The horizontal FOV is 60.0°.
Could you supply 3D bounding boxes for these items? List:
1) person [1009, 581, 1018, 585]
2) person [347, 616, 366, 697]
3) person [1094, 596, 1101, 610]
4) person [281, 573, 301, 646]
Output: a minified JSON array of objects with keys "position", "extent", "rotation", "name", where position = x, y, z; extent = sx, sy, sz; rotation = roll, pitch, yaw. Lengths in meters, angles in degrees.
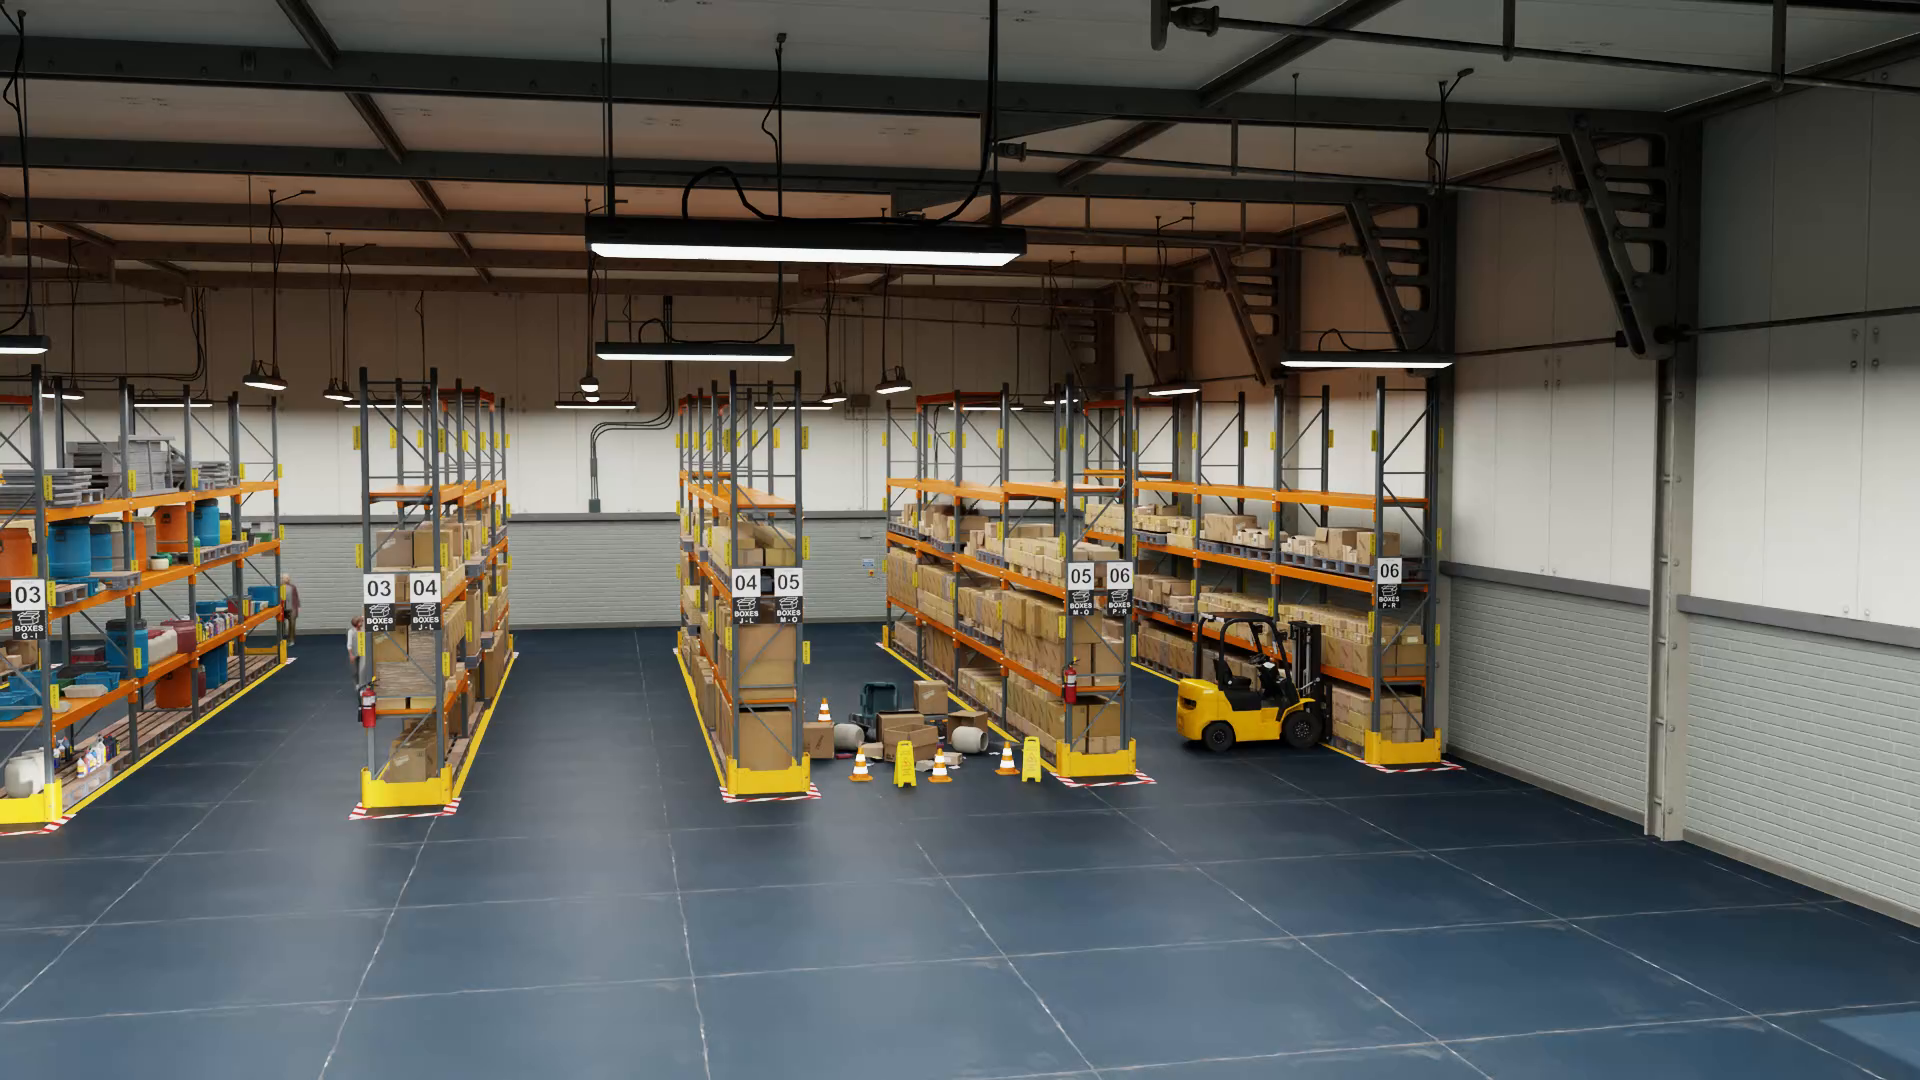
[{"position":[1.330,1.589,42.987],"extent":[0.517,1.675,0.449],"rotation":[-1,4,-17],"name":"person"},{"position":[-11.829,2.271,32.699],"extent":[0.392,1.555,0.823],"rotation":[-1,4,-15],"name":"person"},{"position":[2.858,1.949,36.055],"extent":[0.445,1.653,0.494],"rotation":[0,3,0],"name":"person"},{"position":[-16.409,1.715,40.652],"extent":[0.605,1.805,0.550],"rotation":[-3,4,-38],"name":"person"}]
